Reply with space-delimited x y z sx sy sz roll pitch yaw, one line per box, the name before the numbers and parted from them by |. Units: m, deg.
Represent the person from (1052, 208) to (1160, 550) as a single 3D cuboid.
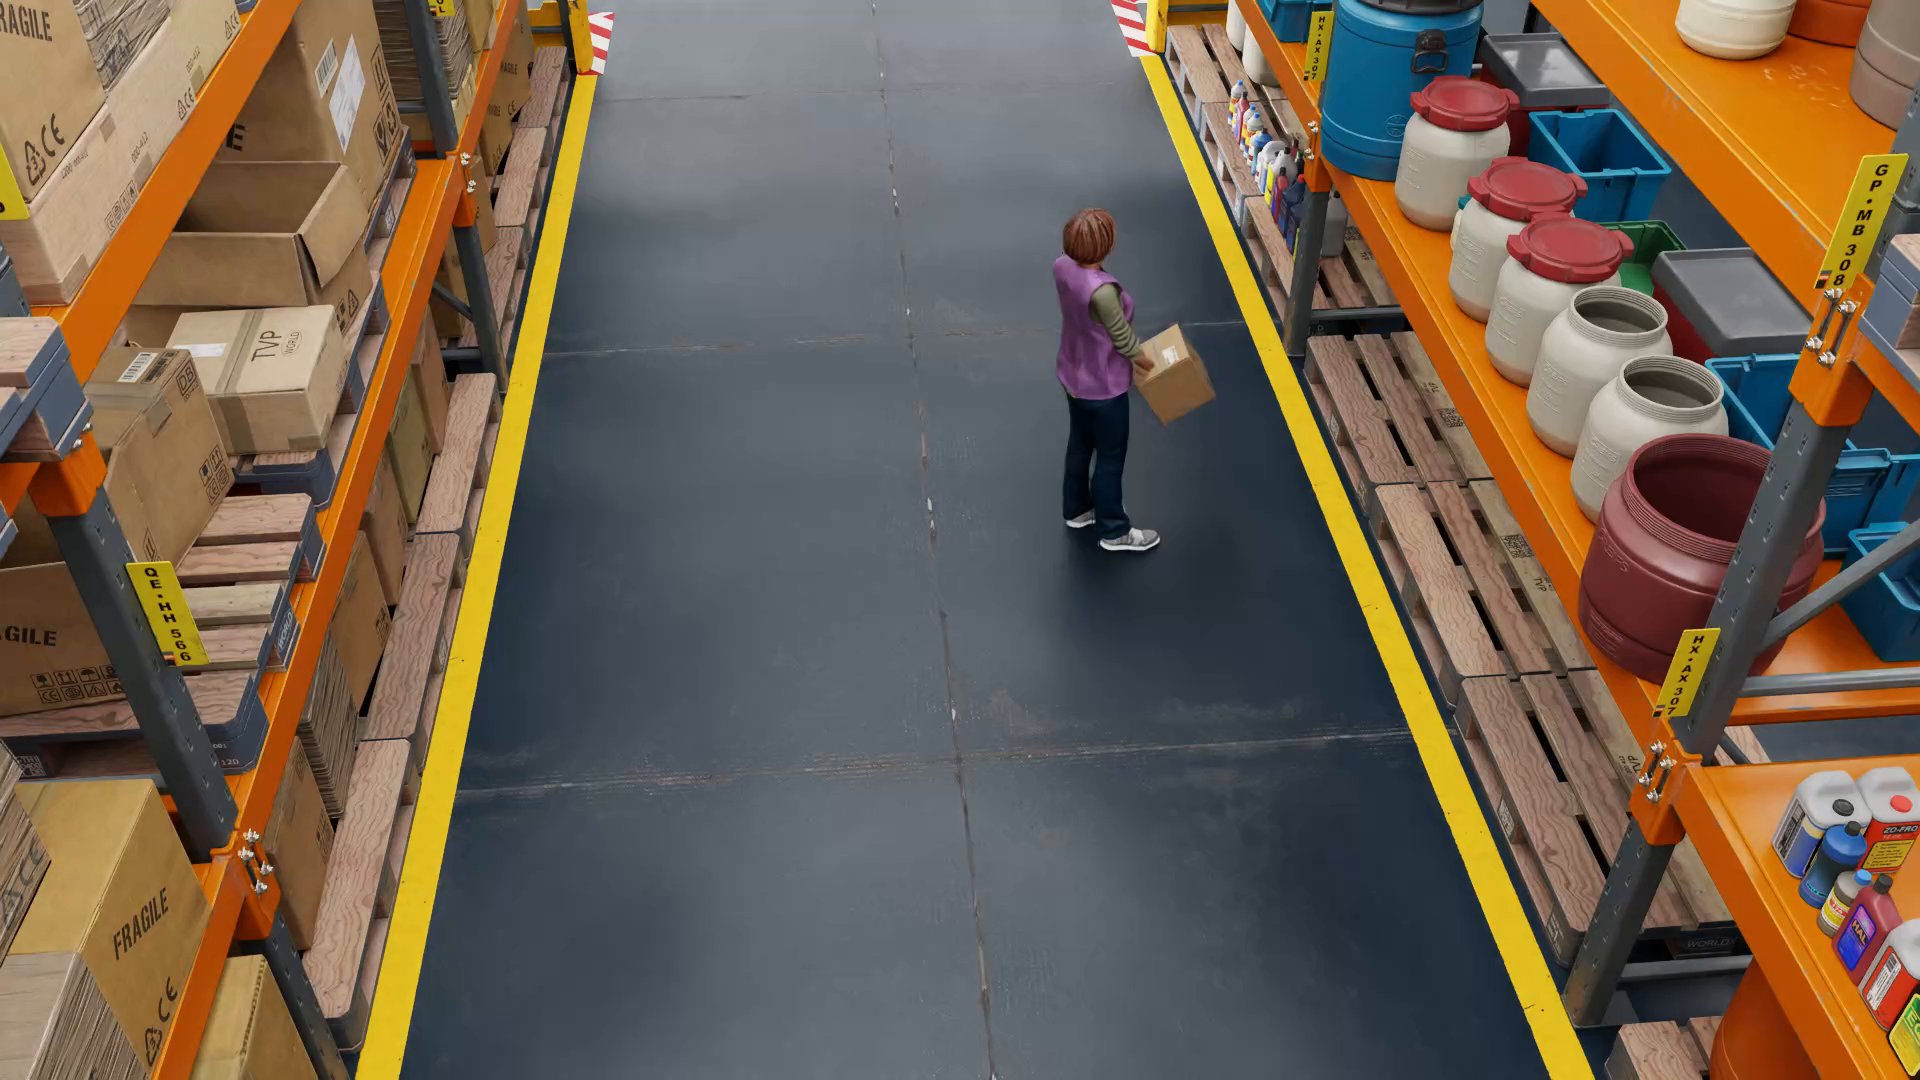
person | 0.617 -0.672 6.965 0.437 1.600 0.478 -17 43 -19
